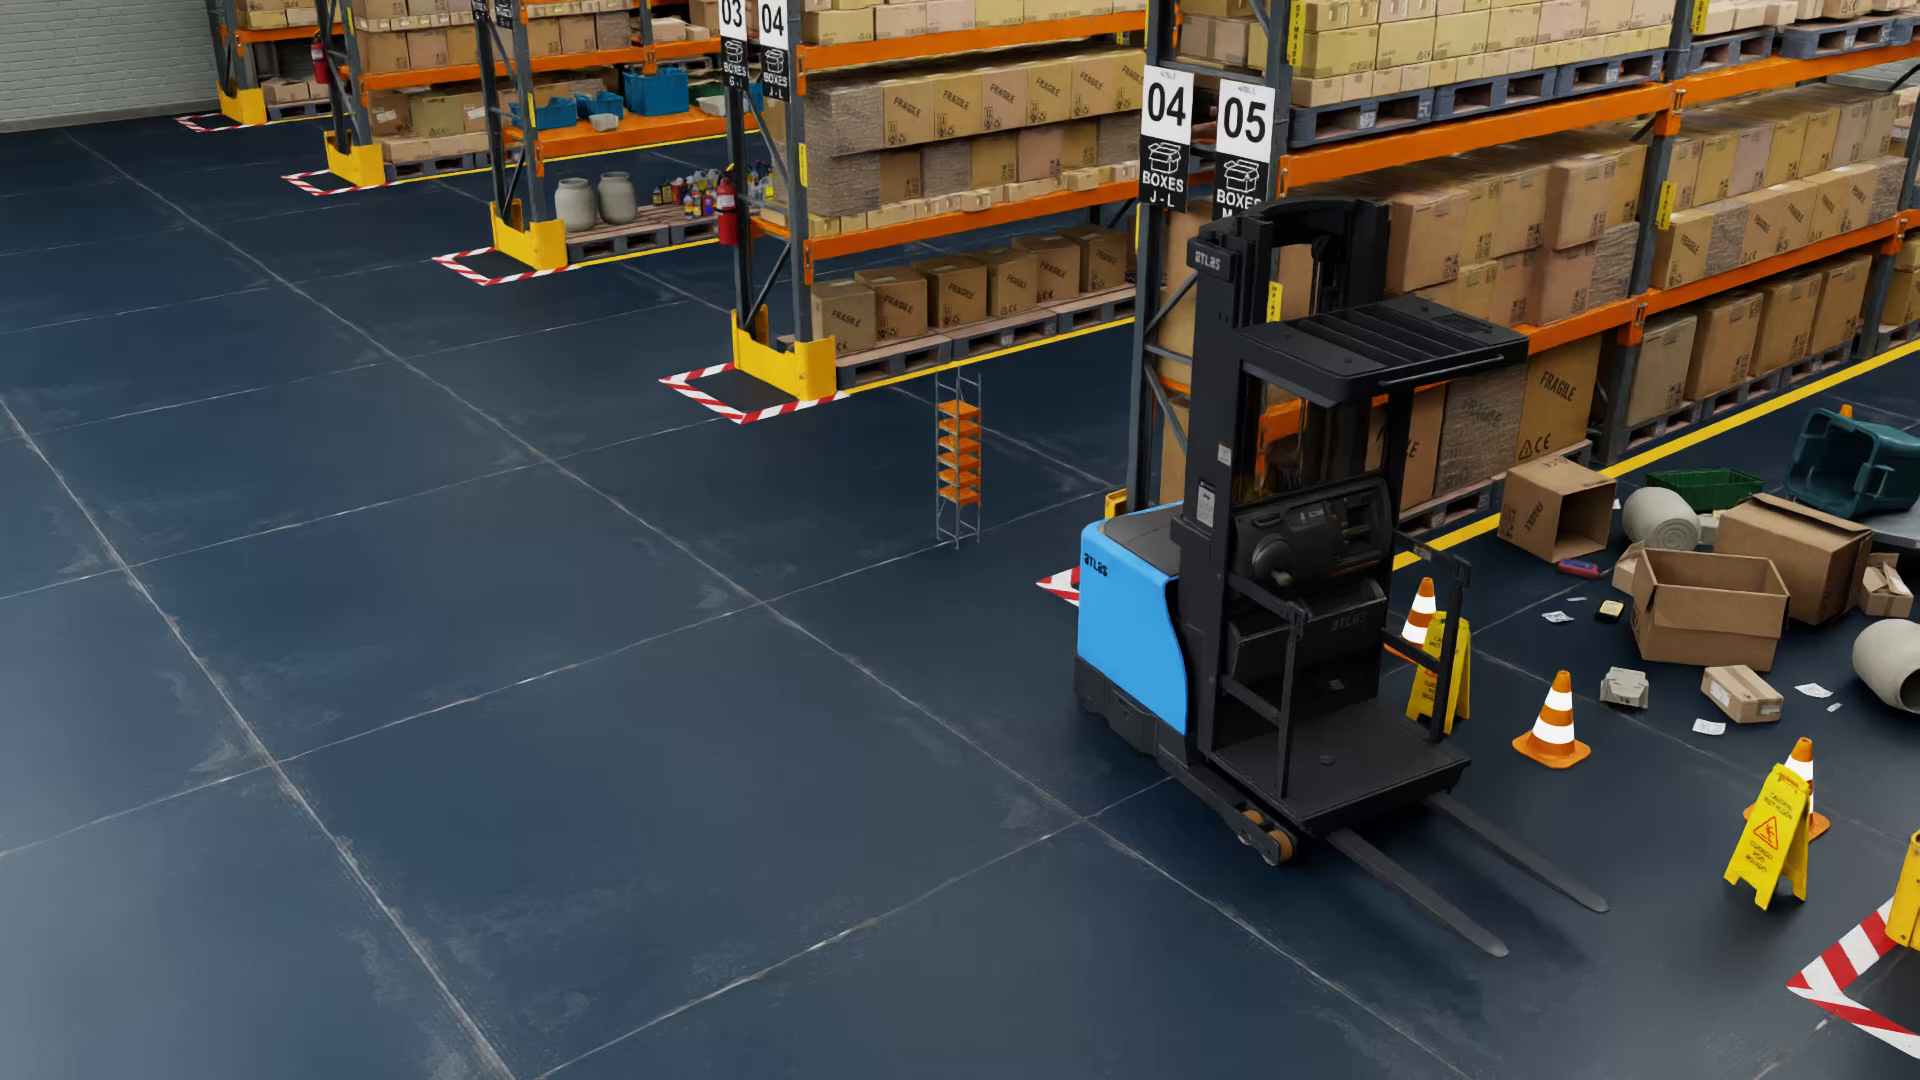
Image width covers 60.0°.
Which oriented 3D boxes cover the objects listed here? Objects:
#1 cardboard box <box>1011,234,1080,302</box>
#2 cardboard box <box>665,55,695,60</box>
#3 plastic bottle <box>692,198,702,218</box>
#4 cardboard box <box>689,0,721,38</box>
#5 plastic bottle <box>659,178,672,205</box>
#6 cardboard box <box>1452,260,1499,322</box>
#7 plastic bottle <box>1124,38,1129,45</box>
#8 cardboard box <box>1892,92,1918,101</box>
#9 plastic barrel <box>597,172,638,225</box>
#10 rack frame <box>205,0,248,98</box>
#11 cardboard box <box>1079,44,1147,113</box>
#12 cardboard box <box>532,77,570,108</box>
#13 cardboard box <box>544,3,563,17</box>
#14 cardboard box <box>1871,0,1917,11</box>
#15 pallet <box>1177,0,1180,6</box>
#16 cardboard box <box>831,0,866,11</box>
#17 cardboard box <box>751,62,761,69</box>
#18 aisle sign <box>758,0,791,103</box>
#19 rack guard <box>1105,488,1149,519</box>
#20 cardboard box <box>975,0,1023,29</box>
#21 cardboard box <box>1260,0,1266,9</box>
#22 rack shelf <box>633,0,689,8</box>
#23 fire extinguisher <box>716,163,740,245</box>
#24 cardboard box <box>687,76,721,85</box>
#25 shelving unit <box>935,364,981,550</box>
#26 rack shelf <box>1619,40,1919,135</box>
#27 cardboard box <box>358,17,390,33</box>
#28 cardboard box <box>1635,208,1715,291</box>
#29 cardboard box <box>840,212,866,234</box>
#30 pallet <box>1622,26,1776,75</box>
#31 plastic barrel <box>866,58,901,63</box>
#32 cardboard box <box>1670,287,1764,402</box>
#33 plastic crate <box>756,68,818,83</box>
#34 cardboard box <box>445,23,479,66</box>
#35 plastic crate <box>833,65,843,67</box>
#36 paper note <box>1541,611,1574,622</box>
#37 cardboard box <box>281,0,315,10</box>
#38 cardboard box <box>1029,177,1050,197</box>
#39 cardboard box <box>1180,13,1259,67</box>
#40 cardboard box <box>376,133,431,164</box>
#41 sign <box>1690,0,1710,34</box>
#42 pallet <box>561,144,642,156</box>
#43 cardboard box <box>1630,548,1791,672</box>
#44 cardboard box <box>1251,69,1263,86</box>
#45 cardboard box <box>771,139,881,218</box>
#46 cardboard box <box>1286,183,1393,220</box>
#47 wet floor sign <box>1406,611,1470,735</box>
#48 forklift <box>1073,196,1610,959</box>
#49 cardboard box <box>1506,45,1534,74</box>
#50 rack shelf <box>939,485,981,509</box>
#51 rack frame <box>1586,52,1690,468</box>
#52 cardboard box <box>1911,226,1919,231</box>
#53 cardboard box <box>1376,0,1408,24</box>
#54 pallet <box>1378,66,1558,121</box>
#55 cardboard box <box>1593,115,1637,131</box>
[{"bbox_3d":[0.803,-2.566,15.686,0.500,0.500,0.500,-9,26,-18],"label":"cardboard box"},{"bbox_3d":[-4.968,-8.574,28.609,0.500,0.500,0.700,-18,30,-33],"label":"cardboard box"},{"bbox_3d":[-2.915,-3.678,18.413,0.097,0.201,0.097,0,25,0],"label":"plastic bottle"},{"bbox_3d":[-3.493,-7.410,23.535,0.500,0.500,0.500,-16,29,-30],"label":"cardboard box"},{"bbox_3d":[-3.360,-3.979,18.965,0.133,0.283,0.061,-17,30,-33],"label":"plastic bottle"},{"bbox_3d":[3.015,-1.628,11.016,0.500,0.550,0.875,-18,31,-34],"label":"cardboard box"},{"bbox_3d":[2.219,-6.380,21.581,0.135,0.276,0.152,-18,31,-34],"label":"plastic bottle"},{"bbox_3d":[8.838,-4.082,15.574,0.250,0.149,0.380,-17,30,-32],"label":"cardboard box"},{"bbox_3d":[-3.751,-3.741,18.205,0.421,0.512,0.421,0,25,0],"label":"plastic barrel"},{"bbox_3d":[-10.729,-7.635,24.138,0.127,3.000,1.000,-18,31,-34],"label":"rack frame"},{"bbox_3d":[1.404,-4.177,15.027,0.500,0.500,0.500,-18,31,-34],"label":"cardboard box"},{"bbox_3d":[-5.544,-5.867,22.206,0.500,0.500,0.500,-18,31,-34],"label":"cardboard box"},{"bbox_3d":[-5.405,-6.968,21.812,0.250,0.149,0.380,-18,31,-34],"label":"cardboard box"},{"bbox_3d":[7.079,-4.306,12.890,0.500,0.311,0.500,-18,31,-34],"label":"cardboard box"},{"bbox_3d":[2.140,-5.152,15.447,1.003,0.211,1.213,-18,31,-34],"label":"pallet"},{"bbox_3d":[-0.937,-4.216,12.912,0.250,0.149,0.380,-17,30,-33],"label":"cardboard box"},{"bbox_3d":[-2.778,-6.961,24.787,0.500,0.311,0.500,-19,31,-35],"label":"cardboard box"},{"bbox_3d":[-1.423,-3.776,12.735,0.004,0.787,0.394,-18,31,-34],"label":"aisle sign"},{"bbox_3d":[1.403,0.097,10.447,0.348,0.500,1.175,-18,31,-34],"label":"rack guard"},{"bbox_3d":[0.180,-4.445,13.878,0.500,0.250,0.500,-17,30,-33],"label":"cardboard box"},{"bbox_3d":[1.675,-3.151,9.647,0.250,0.149,0.380,-18,30,-34],"label":"cardboard box"},{"bbox_3d":[-6.008,-8.867,27.647,4.000,0.370,1.077,-18,31,-34],"label":"rack shelf"},{"bbox_3d":[-1.934,-2.800,13.812,0.183,0.674,0.296,-18,31,-34],"label":"fire extinguisher"},{"bbox_3d":[-3.646,-6.385,23.545,0.500,0.311,0.500,-19,31,-35],"label":"cardboard box"},{"bbox_3d":[-0.011,-0.540,10.989,0.189,1.200,0.258,-18,31,-34],"label":"shelving unit"},{"bbox_3d":[6.143,-3.636,12.812,4.000,0.370,1.077,-18,31,-34],"label":"rack shelf"},{"bbox_3d":[-7.228,-6.365,20.512,0.250,0.149,0.380,-19,31,-34],"label":"cardboard box"},{"bbox_3d":[5.149,-2.175,12.254,0.500,0.500,0.500,-18,30,-33],"label":"cardboard box"},{"bbox_3d":[-0.980,-2.652,13.699,0.250,0.149,0.380,-18,31,-34],"label":"cardboard box"},{"bbox_3d":[5.260,-3.610,12.130,1.217,0.209,0.805,-20,31,-36],"label":"pallet"},{"bbox_3d":[-0.977,-5.619,19.199,0.708,0.901,0.600,-18,31,-34],"label":"plastic barrel"},{"bbox_3d":[5.764,-1.692,13.507,0.750,0.750,1.050,-18,31,-34],"label":"cardboard box"},{"bbox_3d":[-1.959,-5.270,19.116,0.504,0.338,0.767,-18,31,-34],"label":"plastic crate"},{"bbox_3d":[-6.490,-6.422,21.406,0.500,0.500,0.700,-18,30,-34],"label":"cardboard box"},{"bbox_3d":[-1.276,-5.648,19.781,0.583,0.464,0.402,-18,31,-34],"label":"plastic crate"},{"bbox_3d":[3.670,0.471,10.202,0.142,0.017,0.144,-8,26,-16],"label":"paper note"},{"bbox_3d":[-9.773,-8.066,24.329,0.500,0.500,0.500,-18,30,-34],"label":"cardboard box"},{"bbox_3d":[0.586,-3.176,14.828,0.250,0.149,0.380,-18,31,-34],"label":"cardboard box"},{"bbox_3d":[1.634,-2.926,9.635,0.500,0.250,0.500,-18,30,-33],"label":"cardboard box"},{"bbox_3d":[-7.110,-5.004,21.236,0.500,0.250,0.500,-18,31,-34],"label":"cardboard box"},{"bbox_3d":[4.913,-3.529,11.020,0.005,0.325,0.100,-18,31,-34],"label":"sign"},{"bbox_3d":[-5.173,-5.576,23.014,1.213,0.211,1.003,-18,31,-34],"label":"pallet"},{"bbox_3d":[4.375,0.408,9.773,0.797,0.503,0.637,5,25,11],"label":"cardboard box"},{"bbox_3d":[1.673,-2.789,9.814,0.250,0.149,0.380,-18,30,-34],"label":"cardboard box"},{"bbox_3d":[-1.110,-3.026,13.735,0.500,0.500,0.875,-18,31,-34],"label":"cardboard box"},{"bbox_3d":[2.113,-1.858,10.229,0.550,0.550,0.875,-18,31,-34],"label":"cardboard box"},{"bbox_3d":[2.620,0.689,9.000,0.267,0.644,0.232,21,32,37],"label":"wet floor sign"},{"bbox_3d":[1.798,-0.002,7.772,1.130,2.935,3.031,-13,28,-27],"label":"forklift"},{"bbox_3d":[3.279,-2.967,10.198,0.250,0.149,0.380,-18,31,-34],"label":"cardboard box"},{"bbox_3d":[-0.011,-0.282,11.109,0.180,0.103,0.258,-18,31,-34],"label":"rack shelf"},{"bbox_3d":[4.569,-2.082,12.173,0.127,3.000,1.000,-18,31,-34],"label":"rack frame"},{"bbox_3d":[8.808,-2.748,15.188,0.500,0.250,0.500,-19,31,-35],"label":"cardboard box"},{"bbox_3d":[2.279,-3.000,9.320,0.250,0.149,0.380,-19,31,-35],"label":"cardboard box"},{"bbox_3d":[2.959,-2.878,10.430,1.213,0.211,1.003,-18,31,-34],"label":"pallet"},{"bbox_3d":[7.392,-4.883,20.234,0.875,0.875,1.225,-18,30,-34],"label":"cardboard box"}]
